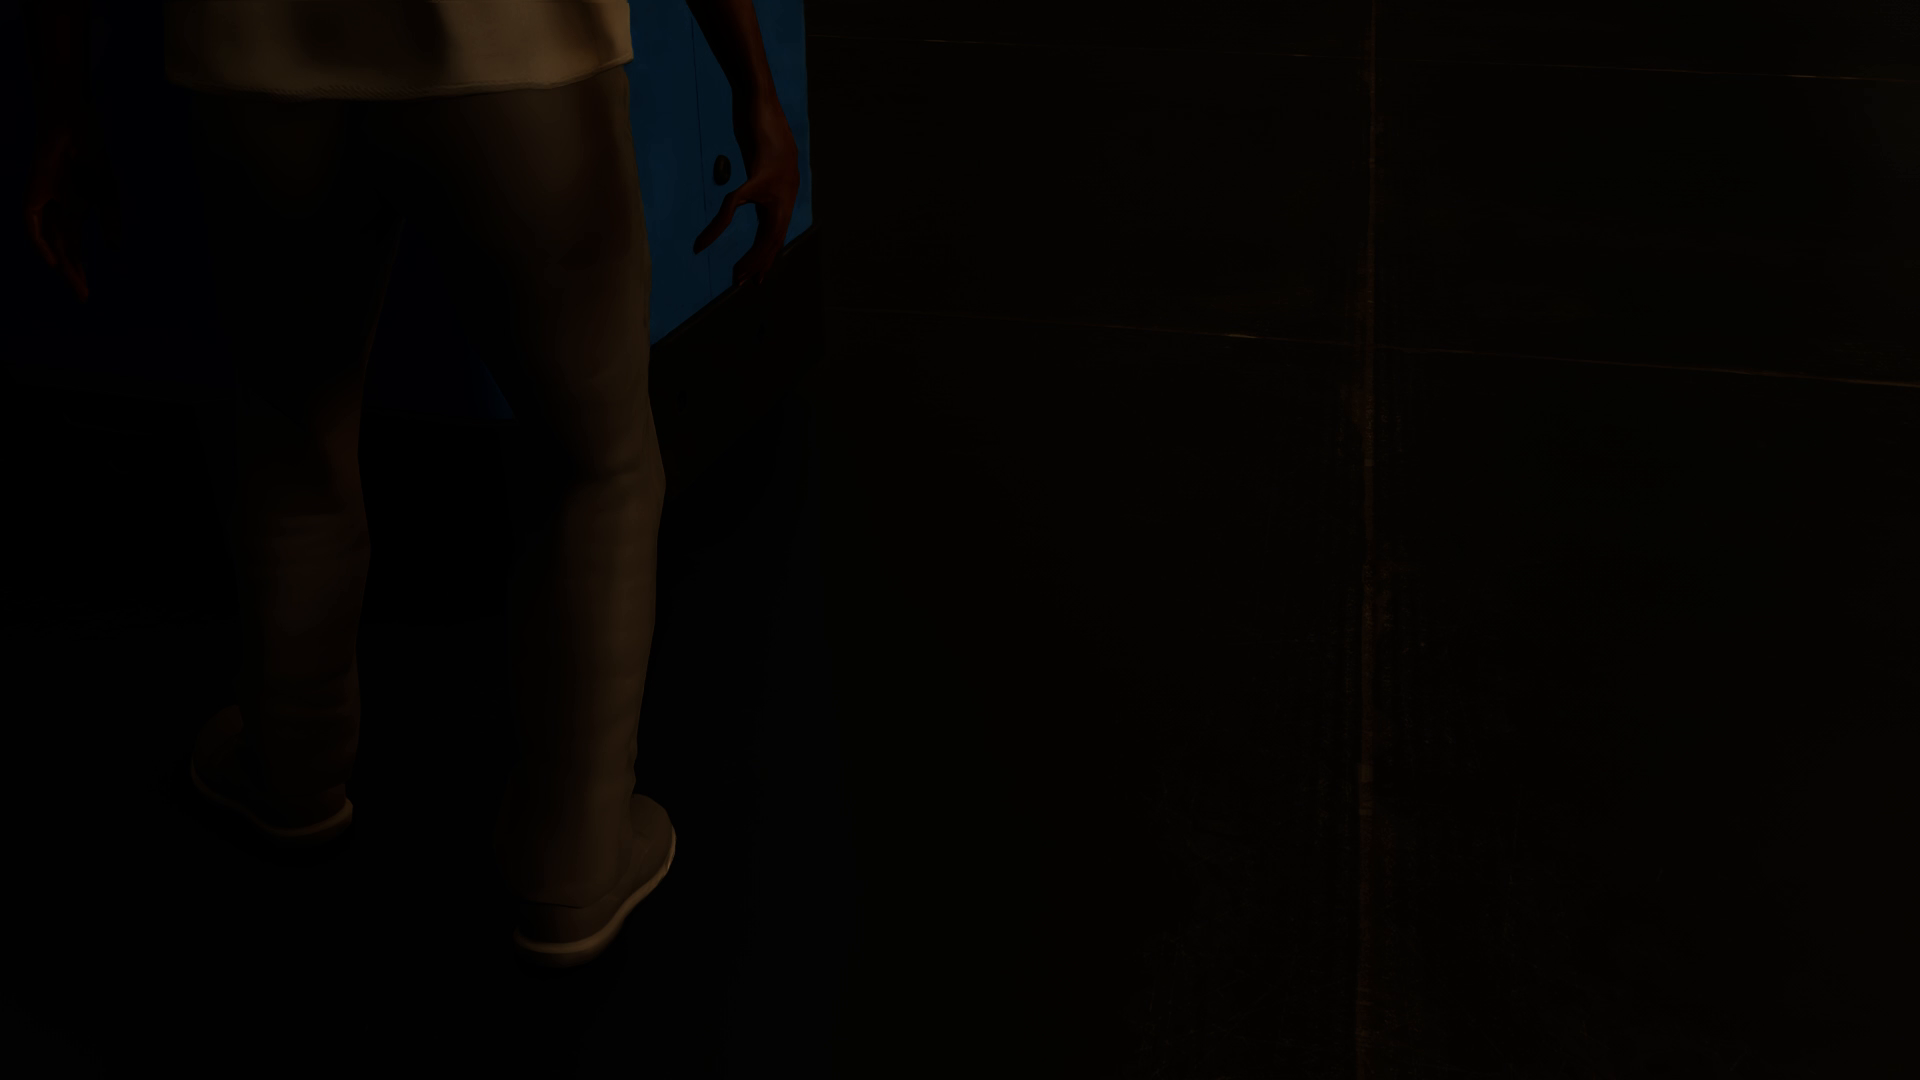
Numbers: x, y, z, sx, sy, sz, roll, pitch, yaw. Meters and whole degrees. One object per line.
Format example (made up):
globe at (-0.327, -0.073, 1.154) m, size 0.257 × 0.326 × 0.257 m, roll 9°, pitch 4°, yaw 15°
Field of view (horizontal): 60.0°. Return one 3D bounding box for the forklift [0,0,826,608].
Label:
forklift at (-1.818, -1.582, 2.383) m, size 3.031 × 2.935 × 1.130 m, roll 8°, pitch 28°, yaw 15°

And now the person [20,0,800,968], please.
person at (-0.517, -0.383, 1.484) m, size 0.804 × 1.632 × 0.423 m, roll 4°, pitch 27°, yaw 9°
